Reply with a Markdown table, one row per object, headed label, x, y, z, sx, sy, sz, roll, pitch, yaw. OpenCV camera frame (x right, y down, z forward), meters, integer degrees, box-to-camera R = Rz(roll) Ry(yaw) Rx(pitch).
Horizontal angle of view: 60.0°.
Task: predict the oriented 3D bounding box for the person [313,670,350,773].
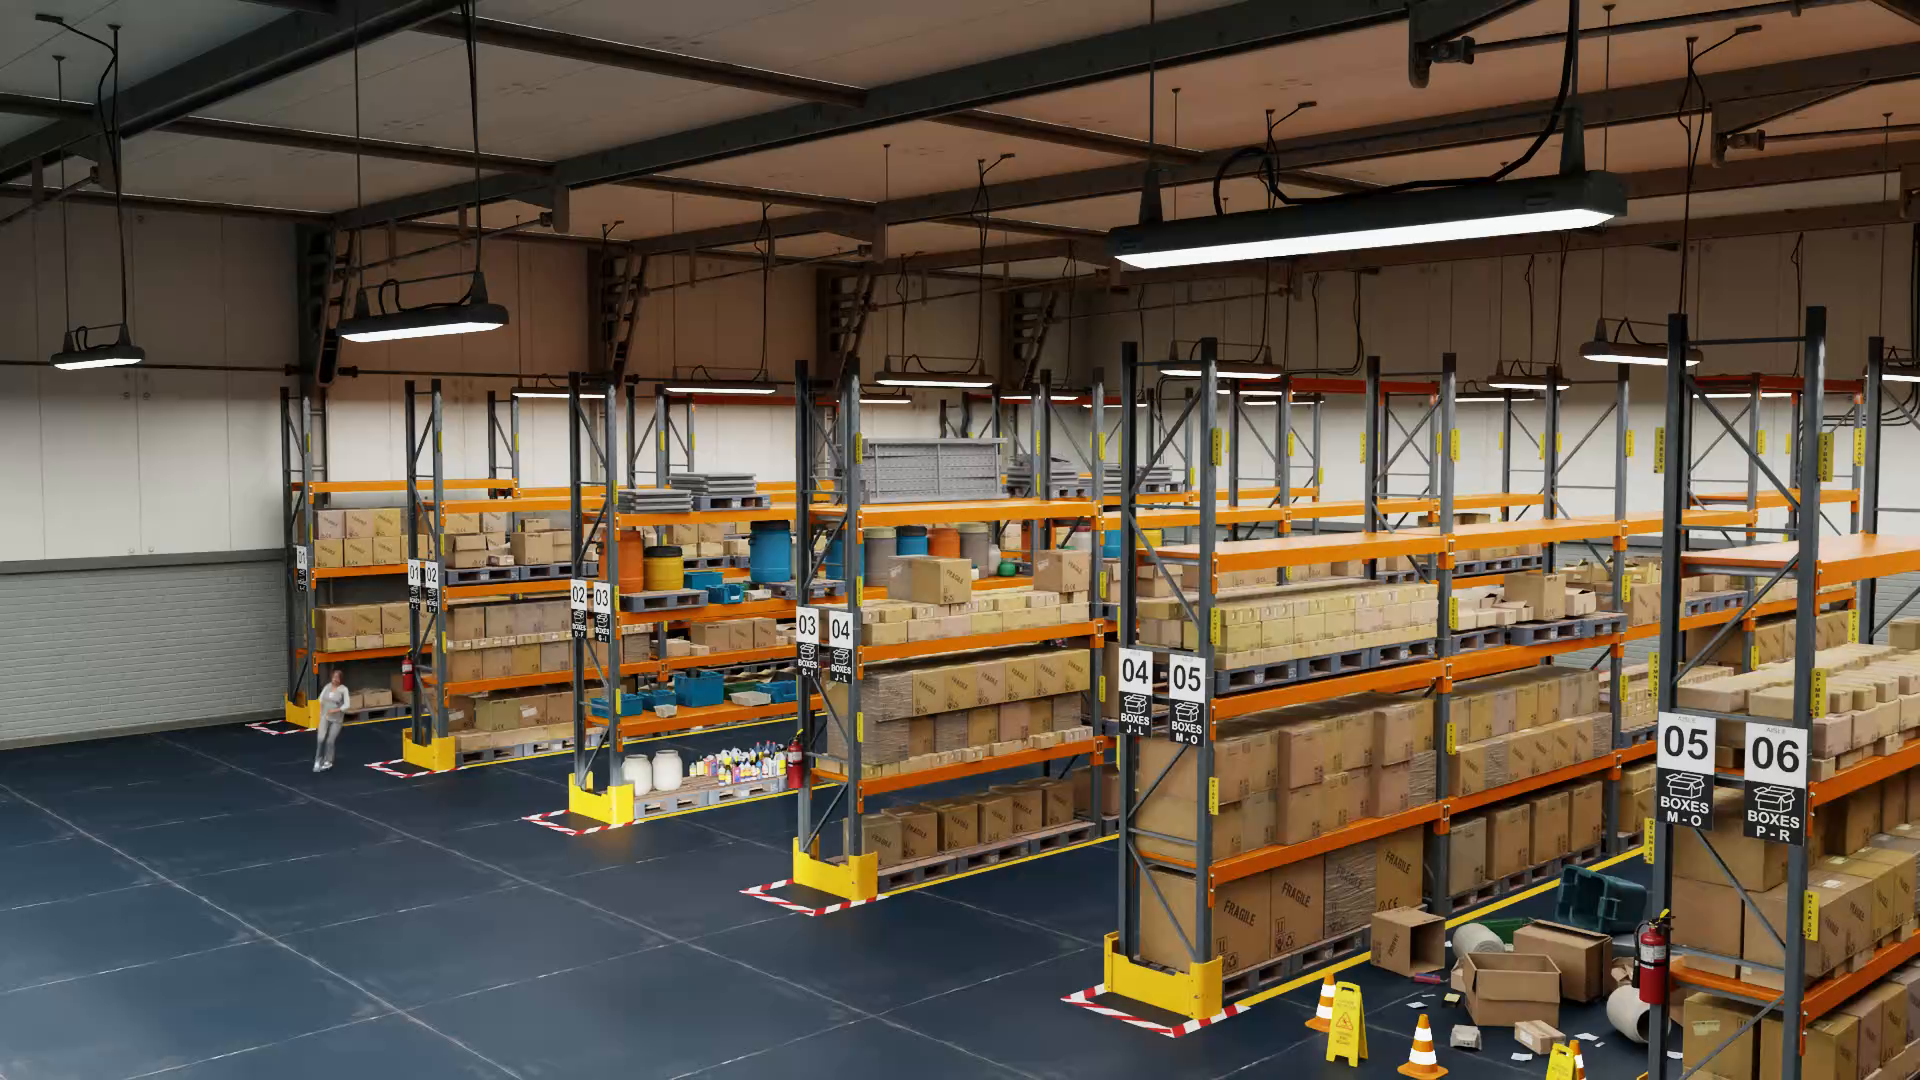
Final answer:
| label | x | y | z | sx | sy | sz | roll | pitch | yaw |
| --- | --- | --- | --- | --- | --- | --- | --- | --- | --- |
| person | -9.587 | 2.761 | 25.378 | 0.569 | 1.574 | 0.597 | 0 | 4 | -6 |
